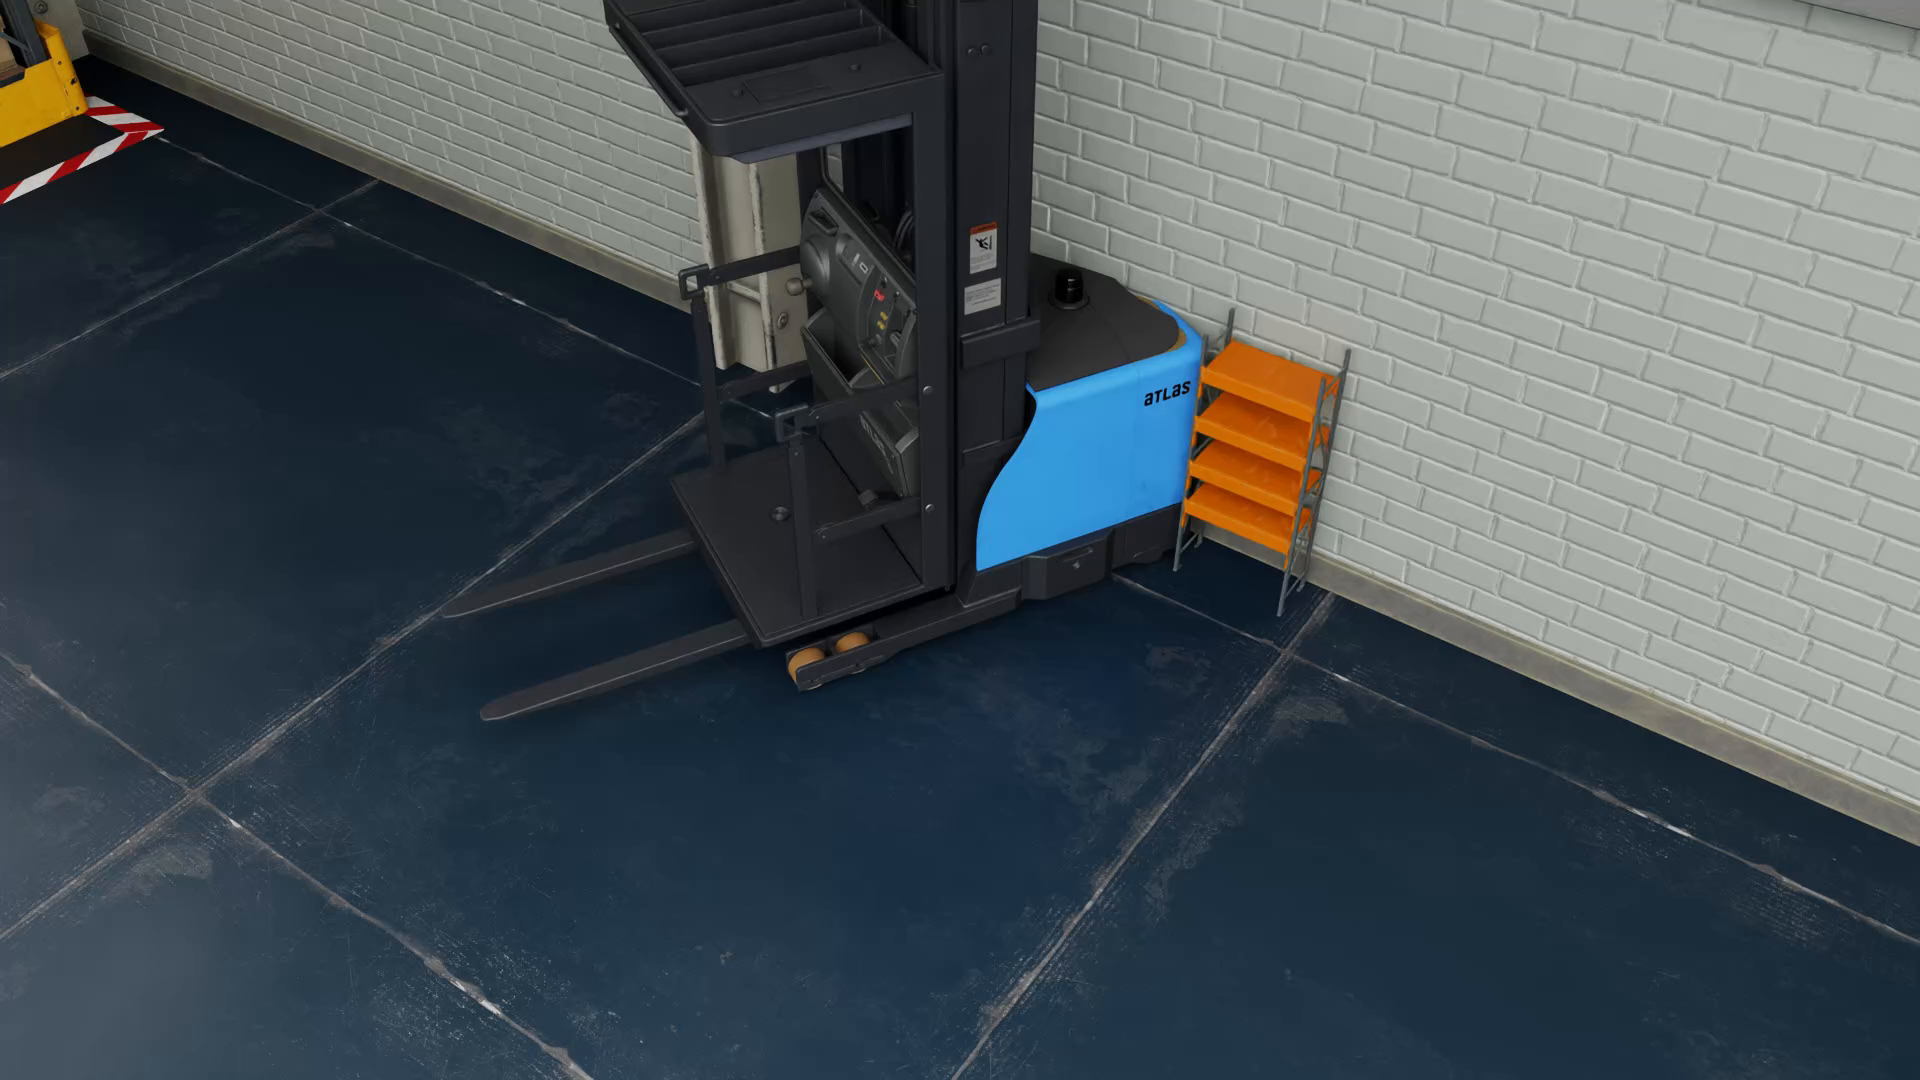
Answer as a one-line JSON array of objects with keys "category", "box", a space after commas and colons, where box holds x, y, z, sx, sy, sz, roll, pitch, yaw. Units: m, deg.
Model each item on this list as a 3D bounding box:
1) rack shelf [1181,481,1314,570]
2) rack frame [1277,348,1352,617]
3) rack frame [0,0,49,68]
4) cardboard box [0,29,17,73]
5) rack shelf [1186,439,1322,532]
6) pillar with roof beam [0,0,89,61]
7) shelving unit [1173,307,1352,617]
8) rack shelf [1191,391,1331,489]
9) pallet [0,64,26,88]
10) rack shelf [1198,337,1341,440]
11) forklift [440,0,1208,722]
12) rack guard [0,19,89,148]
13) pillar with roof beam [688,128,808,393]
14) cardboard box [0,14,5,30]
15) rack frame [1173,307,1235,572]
[{"category": "rack shelf", "box": [1.188, -0.091, 6.847, 0.480, 0.148, 0.258, 24, 46, 25]}, {"category": "rack frame", "box": [1.393, -0.201, 6.571, 0.015, 1.200, 0.240, 24, 46, 25]}, {"category": "rack frame", "box": [-5.817, -3.523, 8.938, 0.127, 3.000, 1.000, 25, 48, 25]}, {"category": "cardboard box", "box": [-6.107, -2.950, 10.044, 0.500, 0.250, 0.500, 25, 48, 25]}, {"category": "rack shelf", "box": [1.190, -0.241, 6.717, 0.480, 0.148, 0.258, 24, 46, 25]}, {"category": "pillar with roof beam", "box": [-8.342, -4.167, 5.158, 0.400, 9.000, 9.100, 25, 48, 25]}, {"category": "shelving unit", "box": [1.191, -0.292, 6.673, 0.503, 1.200, 0.258, 24, 46, 25]}, {"category": "rack shelf", "box": [1.192, -0.410, 6.570, 0.480, 0.148, 0.258, 24, 46, 25]}, {"category": "pallet", "box": [-6.467, -2.754, 10.169, 1.213, 0.211, 1.003, 25, 48, 25]}, {"category": "rack shelf", "box": [1.195, -0.589, 6.415, 0.480, 0.148, 0.258, 24, 46, 25]}, {"category": "forklift", "box": [-0.563, -0.905, 6.063, 3.031, 2.935, 1.130, -18, 45, -19]}, {"category": "rack guard", "box": [-5.797, -2.582, 9.761, 0.348, 0.500, 1.175, 25, 48, 25]}, {"category": "pillar with roof beam", "box": [-3.429, -1.870, 2.591, 0.400, 9.000, 9.100, 25, 48, 25]}, {"category": "cardboard box", "box": [-6.083, -3.134, 9.876, 0.500, 0.250, 0.500, 26, 48, 26]}, {"category": "rack frame", "box": [0.989, -0.384, 6.775, 0.015, 1.200, 0.240, 24, 46, 25]}]
